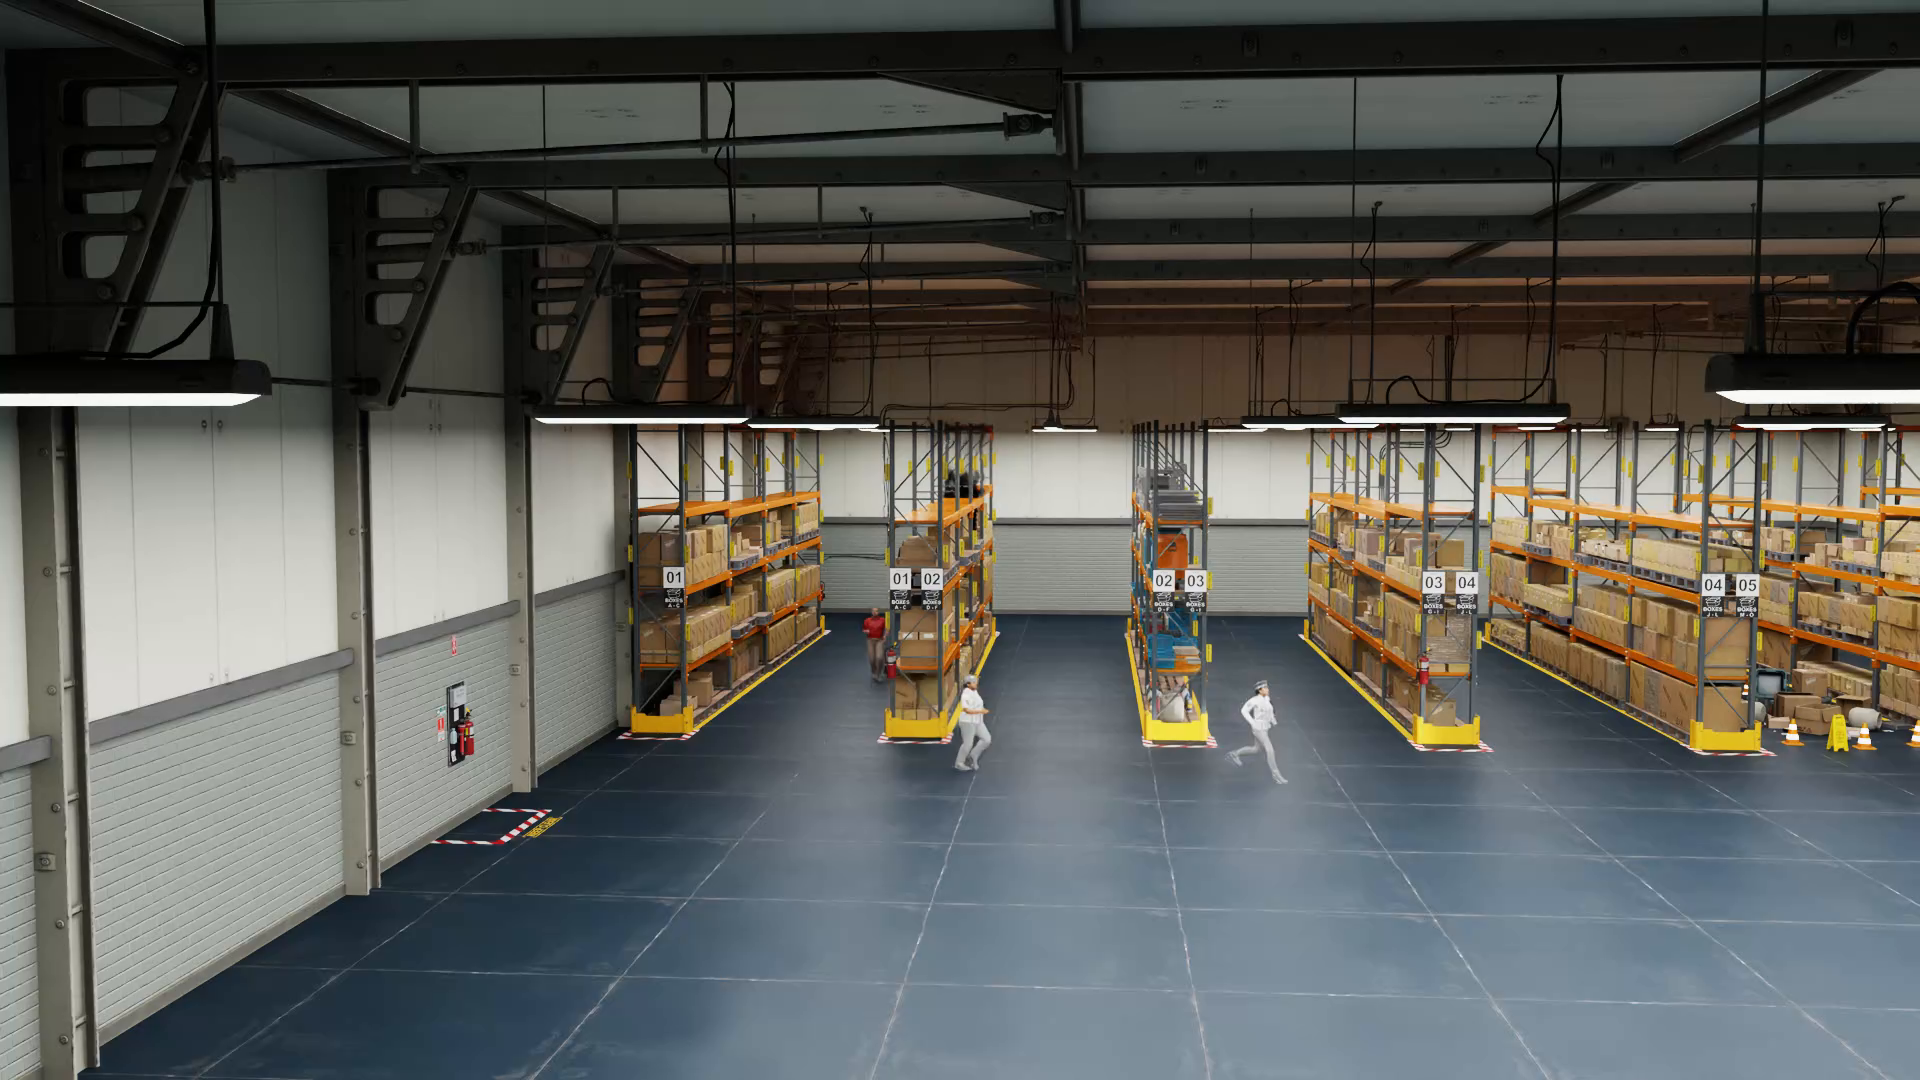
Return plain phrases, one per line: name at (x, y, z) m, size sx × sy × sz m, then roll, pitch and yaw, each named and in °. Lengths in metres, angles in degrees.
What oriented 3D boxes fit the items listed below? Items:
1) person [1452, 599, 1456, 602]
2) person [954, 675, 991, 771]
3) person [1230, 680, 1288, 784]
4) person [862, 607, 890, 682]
person at (14.169, 1.985, 47.026) m, size 0.628 × 1.641 × 0.555 m, roll 3°, pitch 5°, yaw 43°
person at (0.215, 3.107, 28.226) m, size 0.643 × 1.648 × 0.579 m, roll 2°, pitch 4°, yaw 28°
person at (4.971, 3.155, 27.590) m, size 1.067 × 1.704 × 0.584 m, roll 2°, pitch 4°, yaw 33°
person at (-1.960, 2.436, 38.609) m, size 0.641 × 1.764 × 0.697 m, roll 0°, pitch 4°, yaw 4°
